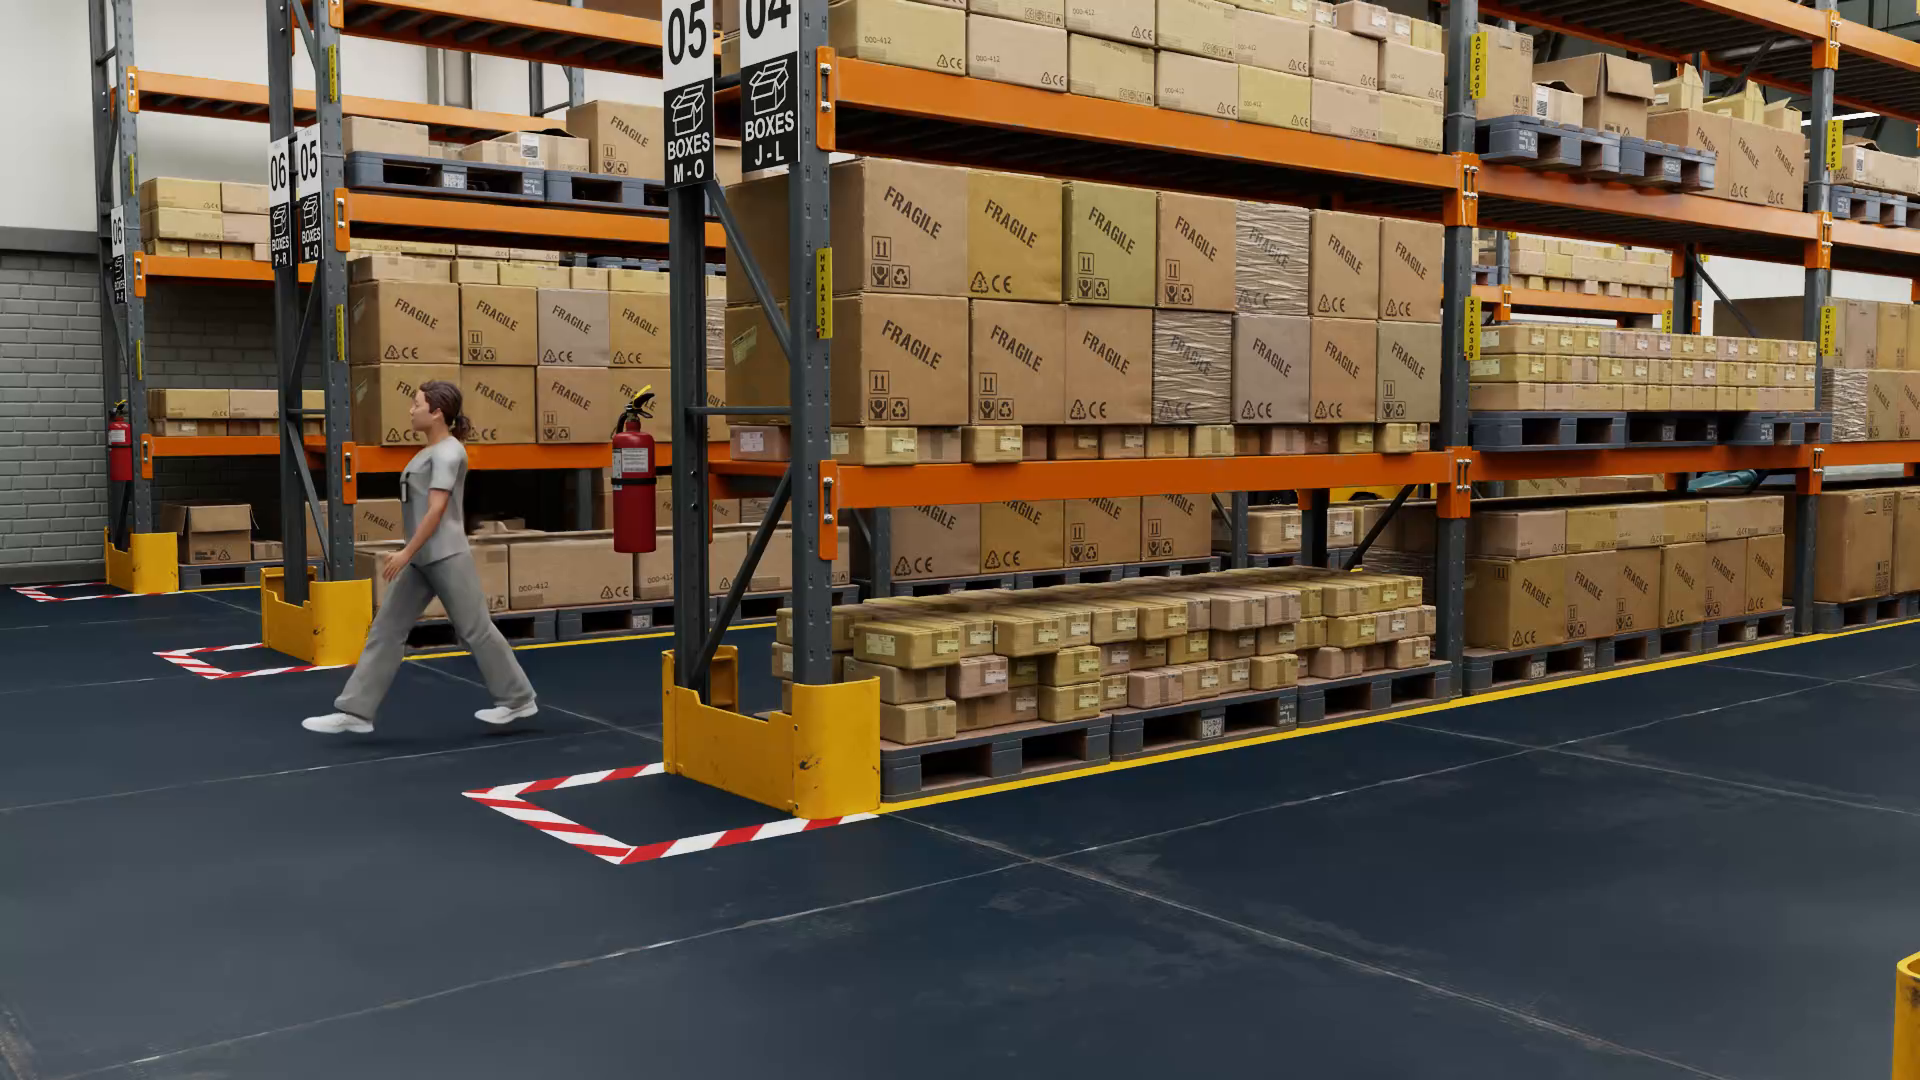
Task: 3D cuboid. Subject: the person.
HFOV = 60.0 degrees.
[{"bbox_3d":[-2.461,0.074,7.597,1.038,1.606,0.454,-3,5,-33],"label":"person"}]
